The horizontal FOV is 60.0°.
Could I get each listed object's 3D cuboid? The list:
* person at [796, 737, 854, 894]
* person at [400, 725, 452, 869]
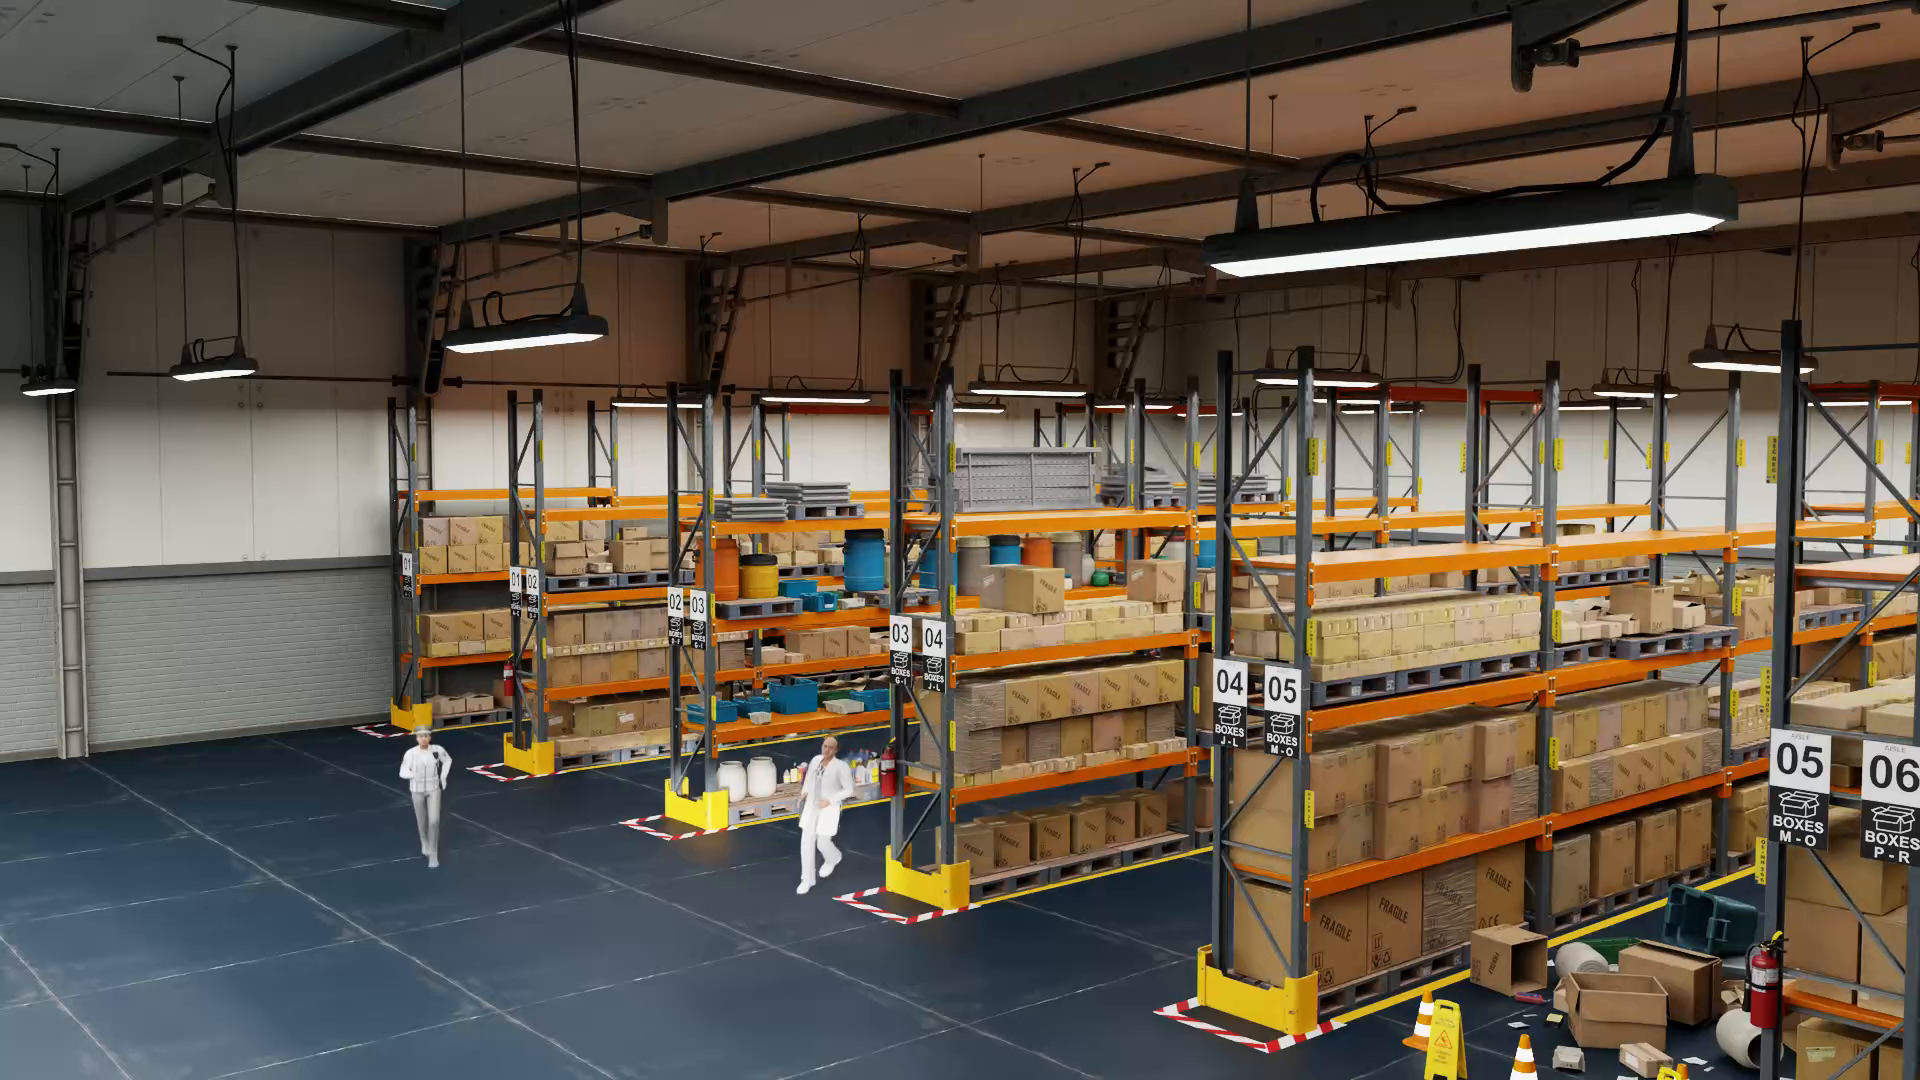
[{"bbox_3d":[-1.538,3.163,19.339,0.720,1.774,0.894,1,4,24],"label":"person"},{"bbox_3d":[-6.575,3.126,20.474,0.598,1.753,0.777,-1,3,-14],"label":"person"}]
